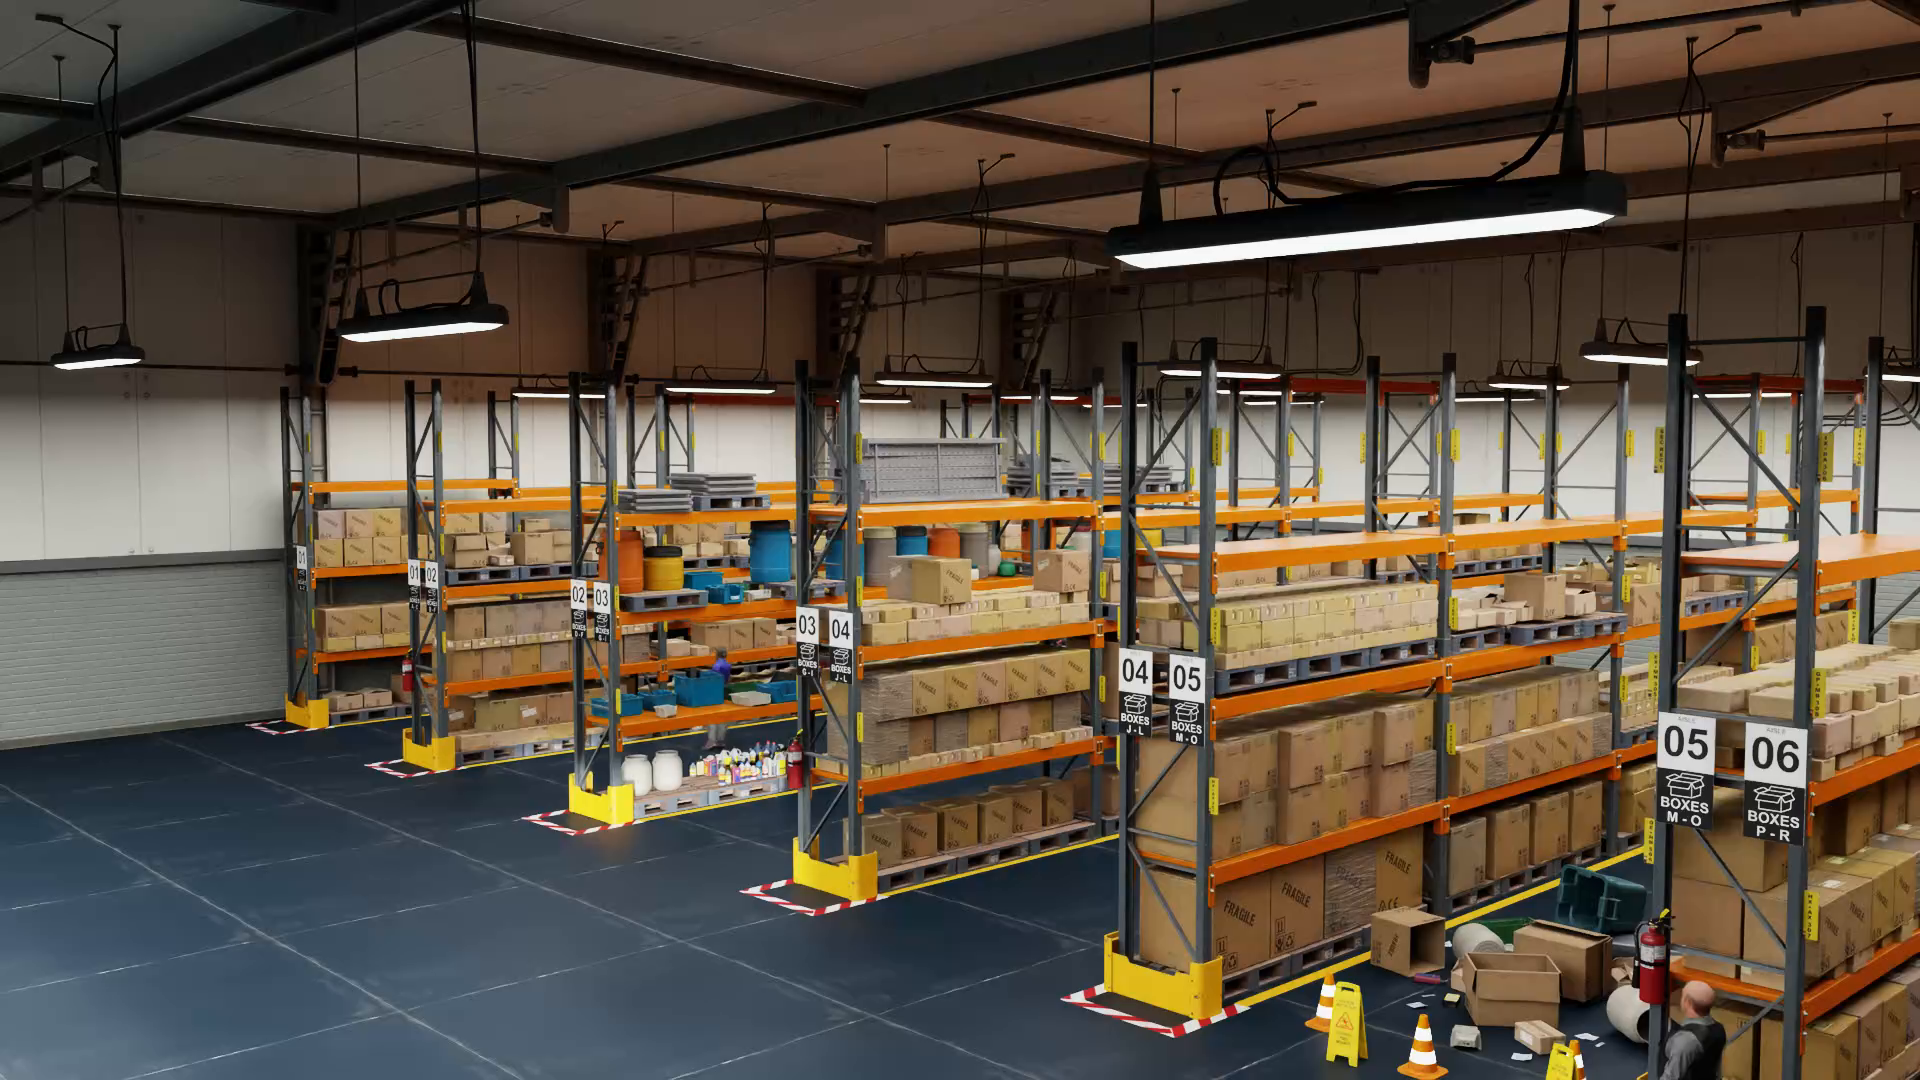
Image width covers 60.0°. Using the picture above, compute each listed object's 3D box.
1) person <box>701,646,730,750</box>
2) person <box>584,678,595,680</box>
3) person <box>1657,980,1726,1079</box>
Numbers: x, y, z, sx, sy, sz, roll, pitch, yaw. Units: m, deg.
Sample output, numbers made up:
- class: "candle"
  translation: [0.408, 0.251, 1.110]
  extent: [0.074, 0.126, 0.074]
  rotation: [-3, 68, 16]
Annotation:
- class: "person"
  translation: [-4.007, 2.600, 27.386]
  extent: [0.344, 1.703, 0.551]
  rotation: [2, 4, 24]
- class: "person"
  translation: [-6.524, 2.377, 29.739]
  extent: [0.632, 1.804, 0.504]
  rotation: [-3, 5, -38]
- class: "person"
  translation: [4.654, 3.637, 10.593]
  extent: [0.967, 1.687, 0.494]
  rotation: [1, 4, 16]
